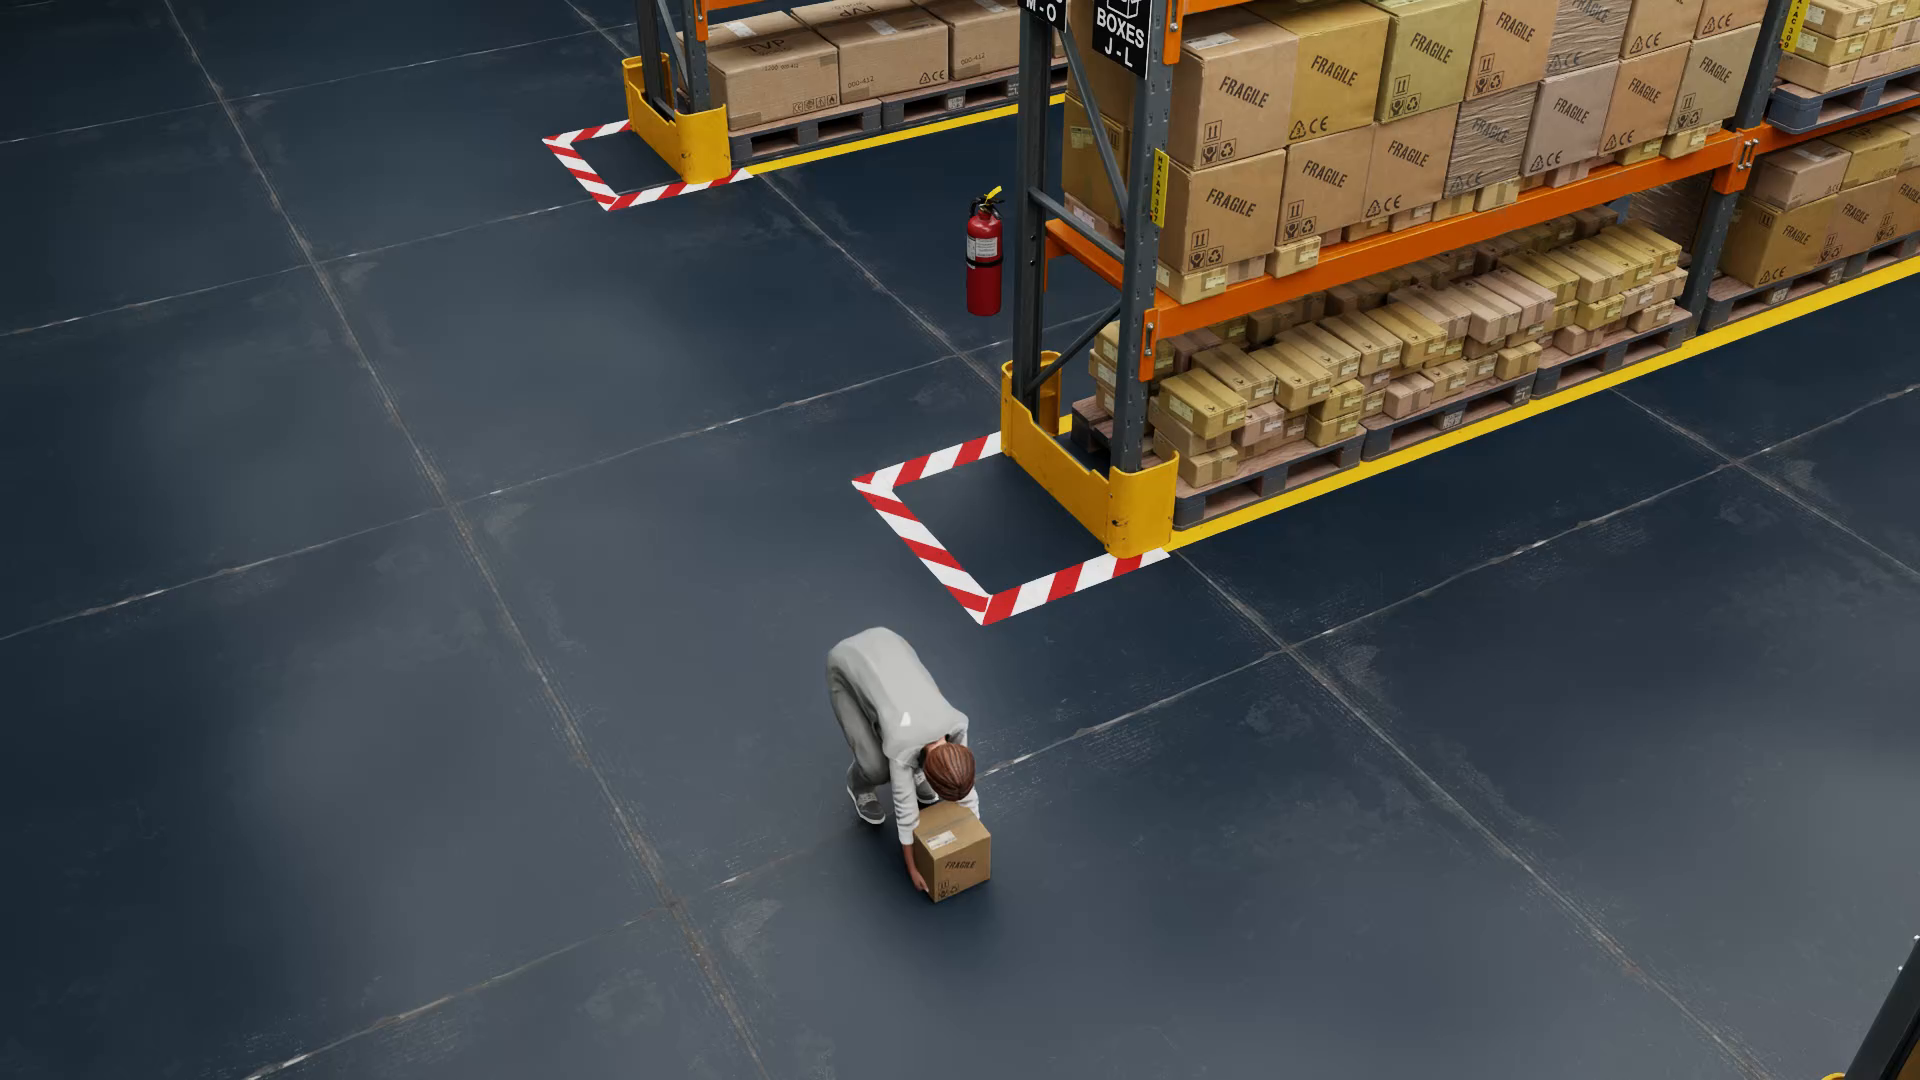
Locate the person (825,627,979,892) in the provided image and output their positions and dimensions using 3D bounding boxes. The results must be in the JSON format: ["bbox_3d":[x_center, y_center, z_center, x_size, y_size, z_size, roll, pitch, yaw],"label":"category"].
[{"bbox_3d":[-0.206,0.821,6.530,0.432,0.807,0.864,-21,42,-25],"label":"person"}]
